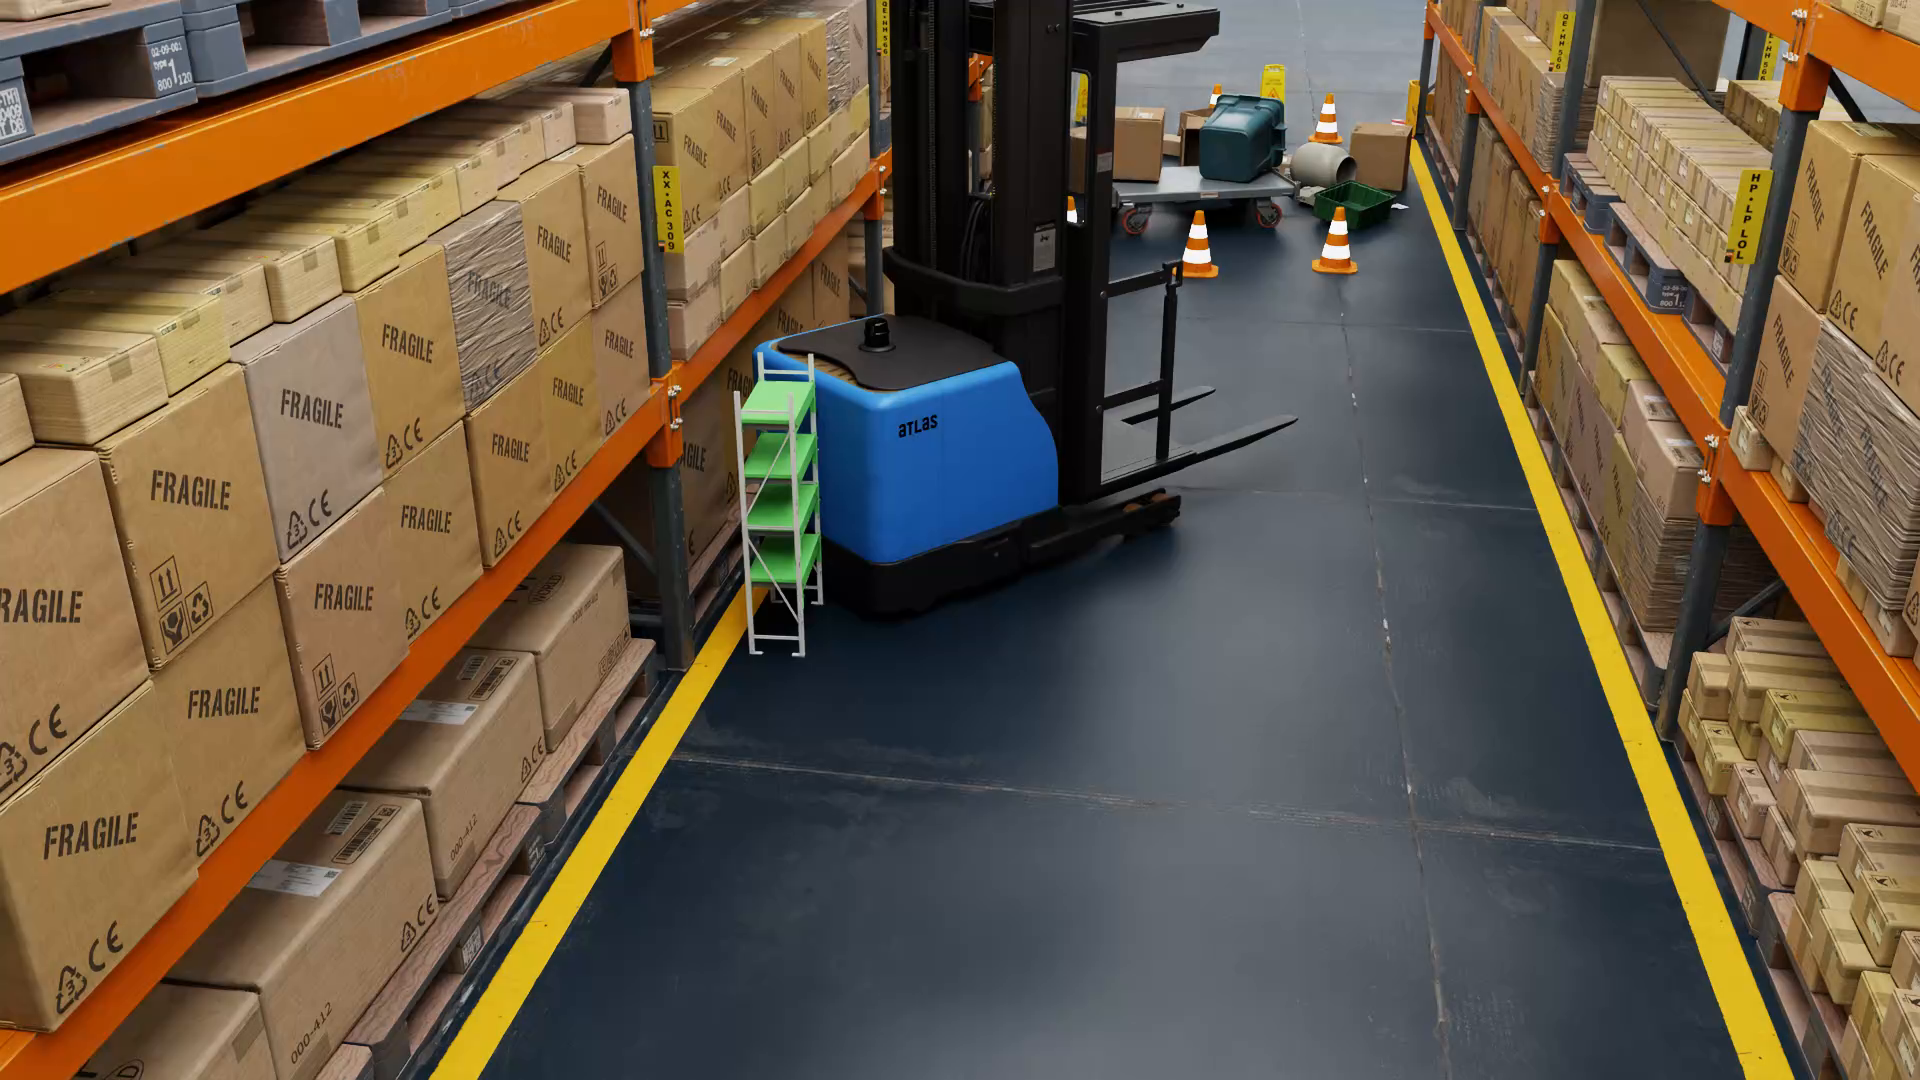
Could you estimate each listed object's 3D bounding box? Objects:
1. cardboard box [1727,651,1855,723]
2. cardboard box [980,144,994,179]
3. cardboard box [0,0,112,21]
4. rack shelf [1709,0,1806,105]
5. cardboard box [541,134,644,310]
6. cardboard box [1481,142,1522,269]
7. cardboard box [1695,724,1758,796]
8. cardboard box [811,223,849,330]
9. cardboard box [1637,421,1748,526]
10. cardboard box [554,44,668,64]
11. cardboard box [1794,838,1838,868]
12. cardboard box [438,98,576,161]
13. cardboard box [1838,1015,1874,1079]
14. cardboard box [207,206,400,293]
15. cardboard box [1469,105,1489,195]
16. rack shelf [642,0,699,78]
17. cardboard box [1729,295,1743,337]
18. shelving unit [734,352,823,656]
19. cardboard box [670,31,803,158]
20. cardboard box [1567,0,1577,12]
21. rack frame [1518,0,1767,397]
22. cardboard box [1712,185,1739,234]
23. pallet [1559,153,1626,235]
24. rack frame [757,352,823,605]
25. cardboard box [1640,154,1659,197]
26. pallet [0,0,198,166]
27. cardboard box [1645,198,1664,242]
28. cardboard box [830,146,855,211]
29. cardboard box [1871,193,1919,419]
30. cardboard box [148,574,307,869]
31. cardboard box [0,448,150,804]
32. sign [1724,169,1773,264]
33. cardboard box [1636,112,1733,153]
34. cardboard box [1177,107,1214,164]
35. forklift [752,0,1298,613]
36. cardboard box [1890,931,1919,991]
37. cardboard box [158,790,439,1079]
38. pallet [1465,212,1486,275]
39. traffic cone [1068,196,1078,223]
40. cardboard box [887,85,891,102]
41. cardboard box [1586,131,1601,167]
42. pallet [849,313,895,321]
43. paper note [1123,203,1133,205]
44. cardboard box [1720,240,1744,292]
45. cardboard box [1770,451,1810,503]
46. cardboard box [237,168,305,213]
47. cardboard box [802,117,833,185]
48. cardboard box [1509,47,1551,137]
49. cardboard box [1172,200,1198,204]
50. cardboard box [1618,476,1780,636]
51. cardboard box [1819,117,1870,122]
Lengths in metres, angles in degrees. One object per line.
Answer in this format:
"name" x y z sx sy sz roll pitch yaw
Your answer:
"cardboard box" 2.895 0.523 5.760 0.380 0.149 0.250 5 26 11
"cardboard box" 0.029 -3.369 14.656 0.500 0.250 0.500 3 25 6
"cardboard box" -1.890 -1.096 3.198 0.380 0.149 0.250 5 26 10
"rack shelf" 3.586 -2.418 7.188 1.077 0.370 4.000 4 25 9
"cardboard box" -1.446 -1.131 5.832 0.500 0.500 0.500 4 25 8
"cardboard box" 4.392 -2.397 11.992 1.050 0.750 0.750 4 25 9
"cardboard box" 2.839 0.793 5.885 0.380 0.149 0.250 5 26 10
"cardboard box" -1.182 -1.468 9.858 0.875 0.875 0.875 4 25 8
"cardboard box" 3.131 -0.276 6.870 0.500 0.250 0.500 3 25 7
"cardboard box" -1.637 -1.980 7.644 0.500 0.500 0.500 5 26 10
"cardboard box" 2.812 0.989 5.115 0.380 0.149 0.250 5 26 11
"cardboard box" -1.528 -1.388 5.615 0.380 0.149 0.250 5 25 10
"cardboard box" 2.627 1.443 4.496 0.380 0.149 0.250 5 25 10
"cardboard box" -1.669 -0.744 4.238 0.380 0.149 0.250 3 25 7
"cardboard box" 4.738 -3.381 13.946 0.875 0.875 0.875 4 25 9
"rack shelf" -1.314 -2.719 7.831 1.077 0.370 4.000 4 25 9
"cardboard box" 3.128 -0.805 6.233 0.380 0.149 0.250 3 25 7
"shelving unit" -0.769 -0.152 7.159 0.258 1.200 0.503 2 25 4
"cardboard box" -1.067 -2.153 8.014 0.500 0.500 0.500 4 25 8
"cardboard box" 4.077 -3.119 10.077 0.700 0.500 0.500 4 25 8
"rack frame" 3.912 -2.222 9.459 1.000 3.000 0.127 4 25 9
"cardboard box" 3.219 -1.297 6.581 0.380 0.149 0.250 3 25 7
"pallet" 3.901 -1.830 8.847 1.213 0.211 1.003 4 25 9
"rack frame" -0.748 -0.255 7.379 0.240 1.200 0.015 2 25 4
"cardboard box" 3.426 -1.706 7.807 0.380 0.149 0.250 4 25 8
"pallet" -2.184 -0.806 3.000 1.003 0.211 1.213 4 25 9
"cardboard box" 3.382 -1.462 7.636 0.380 0.149 0.250 3 25 7
"cardboard box" -0.882 -2.011 9.184 0.500 0.250 0.500 4 25 9
"cardboard box" 2.762 -0.584 4.310 0.500 0.500 0.500 4 25 9
"cardboard box" -1.878 0.384 3.774 0.500 0.500 0.500 4 25 8
"cardboard box" -1.936 0.144 3.107 0.500 0.500 0.500 3 25 7
"sign" 2.711 -1.110 5.718 0.100 0.325 0.005 4 25 9
"cardboard box" 3.474 -1.949 7.975 0.380 0.149 0.250 5 26 11
"cardboard box" 2.530 -3.828 15.834 0.797 0.503 0.637 -14 29 -27
"forklift" 0.486 -1.498 7.992 3.031 2.935 1.130 -19 31 -35
"cardboard box" 2.702 1.176 4.366 0.380 0.149 0.250 3 25 7
"cardboard box" -2.145 1.127 4.831 0.875 0.438 0.875 5 25 10
"pallet" 4.514 -2.304 12.924 1.003 0.211 1.213 4 25 9
"traffic cone" 0.845 -2.431 12.898 0.336 0.463 0.334 4 25 9
"cardboard box" -0.582 -2.949 10.814 0.380 0.149 0.250 2 25 5
"cardboard box" 3.640 -2.125 9.053 0.380 0.149 0.250 4 25 8
"pallet" -0.858 -1.587 11.390 1.003 0.211 1.213 4 25 9
"paper note" 1.436 -2.954 14.526 0.148 0.019 0.142 4 25 9
"cardboard box" 3.171 -1.051 6.406 0.380 0.149 0.250 4 25 9
"cardboard box" 2.921 -0.226 5.492 0.380 0.149 0.250 5 26 10
"cardboard box" -2.108 -0.990 4.764 0.380 0.149 0.250 4 25 8
"cardboard box" -0.960 -2.031 8.638 0.500 0.250 0.500 3 25 7
"cardboard box" 3.886 -2.892 10.772 0.500 0.500 0.500 4 25 8
"cardboard box" 1.917 -3.149 14.665 0.258 0.266 0.396 -14 29 -27
"cardboard box" 3.131 0.066 7.024 0.500 0.500 0.500 4 25 8
"cardboard box" 4.113 -1.904 7.879 0.380 0.149 0.250 4 25 9
